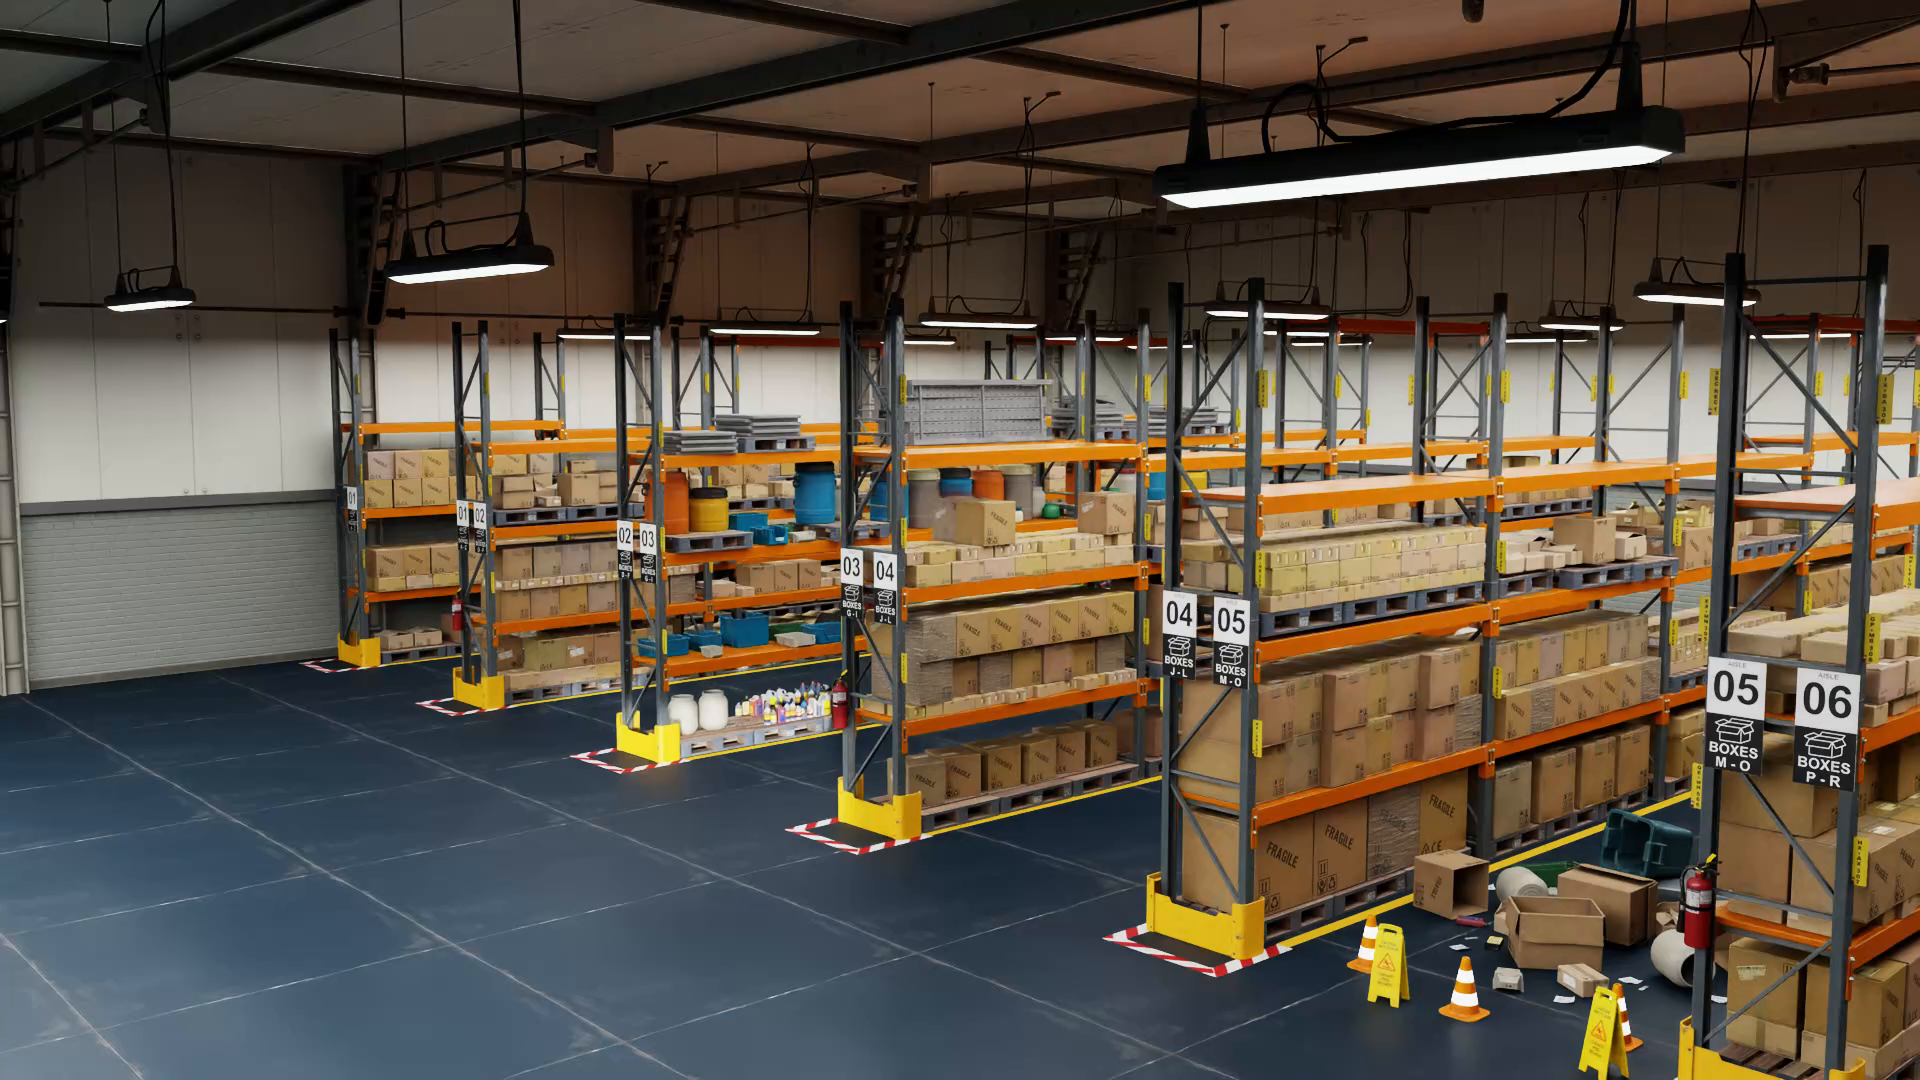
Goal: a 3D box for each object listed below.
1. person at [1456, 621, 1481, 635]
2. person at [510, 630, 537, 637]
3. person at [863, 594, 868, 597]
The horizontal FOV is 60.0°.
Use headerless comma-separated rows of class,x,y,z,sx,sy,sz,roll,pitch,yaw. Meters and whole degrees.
person,7.429,1.866,24.231,0.490,1.704,0.616,-2,6,-21
person,-7.771,1.359,29.596,0.629,1.770,0.959,2,6,19
person,-2.170,0.895,34.646,1.084,1.655,0.651,-5,7,-39
